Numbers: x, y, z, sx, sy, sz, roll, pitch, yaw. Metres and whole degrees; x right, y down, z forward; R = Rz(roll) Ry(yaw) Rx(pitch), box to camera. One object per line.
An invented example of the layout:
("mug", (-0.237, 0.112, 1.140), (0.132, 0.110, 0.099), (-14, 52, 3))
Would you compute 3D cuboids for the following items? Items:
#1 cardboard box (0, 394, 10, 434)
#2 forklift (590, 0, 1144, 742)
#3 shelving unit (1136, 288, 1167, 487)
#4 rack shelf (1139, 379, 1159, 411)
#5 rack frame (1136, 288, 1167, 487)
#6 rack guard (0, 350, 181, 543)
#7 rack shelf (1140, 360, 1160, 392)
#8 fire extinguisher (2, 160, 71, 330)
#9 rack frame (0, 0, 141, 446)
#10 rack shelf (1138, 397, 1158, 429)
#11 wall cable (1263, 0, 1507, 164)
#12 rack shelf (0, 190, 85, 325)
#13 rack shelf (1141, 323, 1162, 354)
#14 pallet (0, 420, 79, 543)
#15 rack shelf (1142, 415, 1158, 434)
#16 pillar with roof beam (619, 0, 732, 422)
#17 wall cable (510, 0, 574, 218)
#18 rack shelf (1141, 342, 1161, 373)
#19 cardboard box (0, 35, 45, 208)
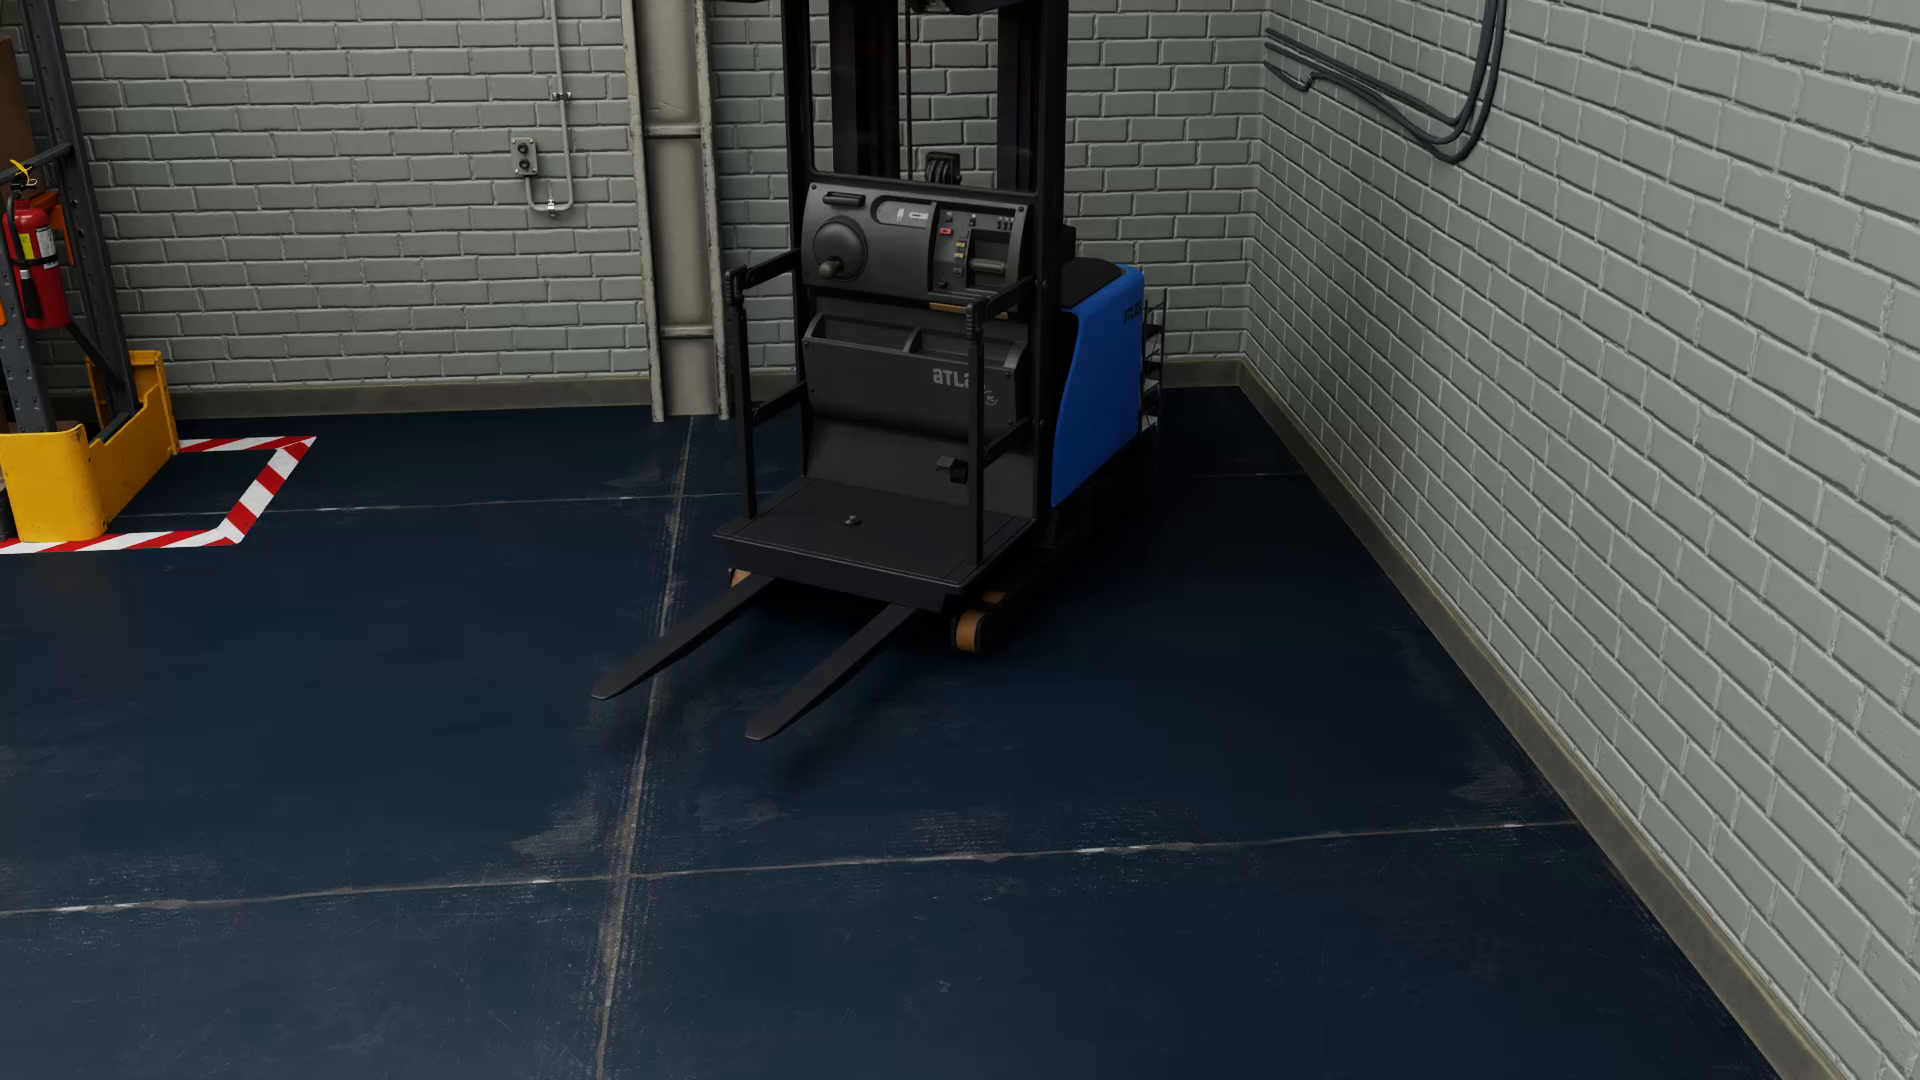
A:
("cardboard box", (-4.700, -0.578, 7.418), (0.500, 0.500, 0.700), (-2, 24, -5))
("forklift", (-0.272, -1.112, 6.143), (1.130, 2.935, 3.031), (11, 26, 24))
("shelving unit", (0.801, -0.723, 7.770), (0.210, 0.900, 0.258), (13, 27, 27))
("rack shelf", (0.801, -0.693, 7.783), (0.200, 0.077, 0.258), (13, 27, 27))
("rack frame", (0.889, -0.703, 7.724), (0.006, 0.900, 0.240), (13, 27, 27))
("rack guard", (-3.989, -0.455, 7.659), (0.348, 0.500, 1.175), (-2, 24, -5))
("rack shelf", (0.801, -0.775, 7.747), (0.200, 0.077, 0.258), (13, 27, 27))
("fire extinguisher", (-3.817, -1.210, 6.835), (0.183, 0.674, 0.296), (-2, 24, -5))
("rack frame", (-4.013, -1.597, 7.149), (0.127, 3.000, 1.000), (-2, 24, -5))
("rack shelf", (0.801, -0.611, 7.820), (0.200, 0.077, 0.258), (13, 27, 27))
("wall cable", (1.651, -3.001, 6.744), (0.112, 2.526, 3.097), (-2, 24, -5))
("rack shelf", (-6.003, -1.188, 7.116), (4.000, 0.370, 1.077), (-2, 24, -5))
("rack shelf", (0.801, -0.940, 7.674), (0.200, 0.077, 0.258), (13, 27, 27))
("pallet", (-4.801, -0.259, 7.573), (1.213, 0.211, 1.003), (-2, 24, -5))
("rack shelf", (0.801, -0.529, 7.856), (0.200, 0.077, 0.258), (13, 27, 27))
("pillar with roof beam", (-0.988, -3.055, 3.045), (0.400, 9.000, 9.100), (-2, 24, -5))
("wall cable", (-2.831, -2.494, 7.918), (1.851, 1.984, 0.084), (-2, 24, -5))
("rack shelf", (0.801, -0.857, 7.710), (0.200, 0.077, 0.258), (13, 27, 27))
("cardboard box", (-4.519, -1.709, 7.033), (0.700, 0.700, 0.980), (-1, 24, -3))
